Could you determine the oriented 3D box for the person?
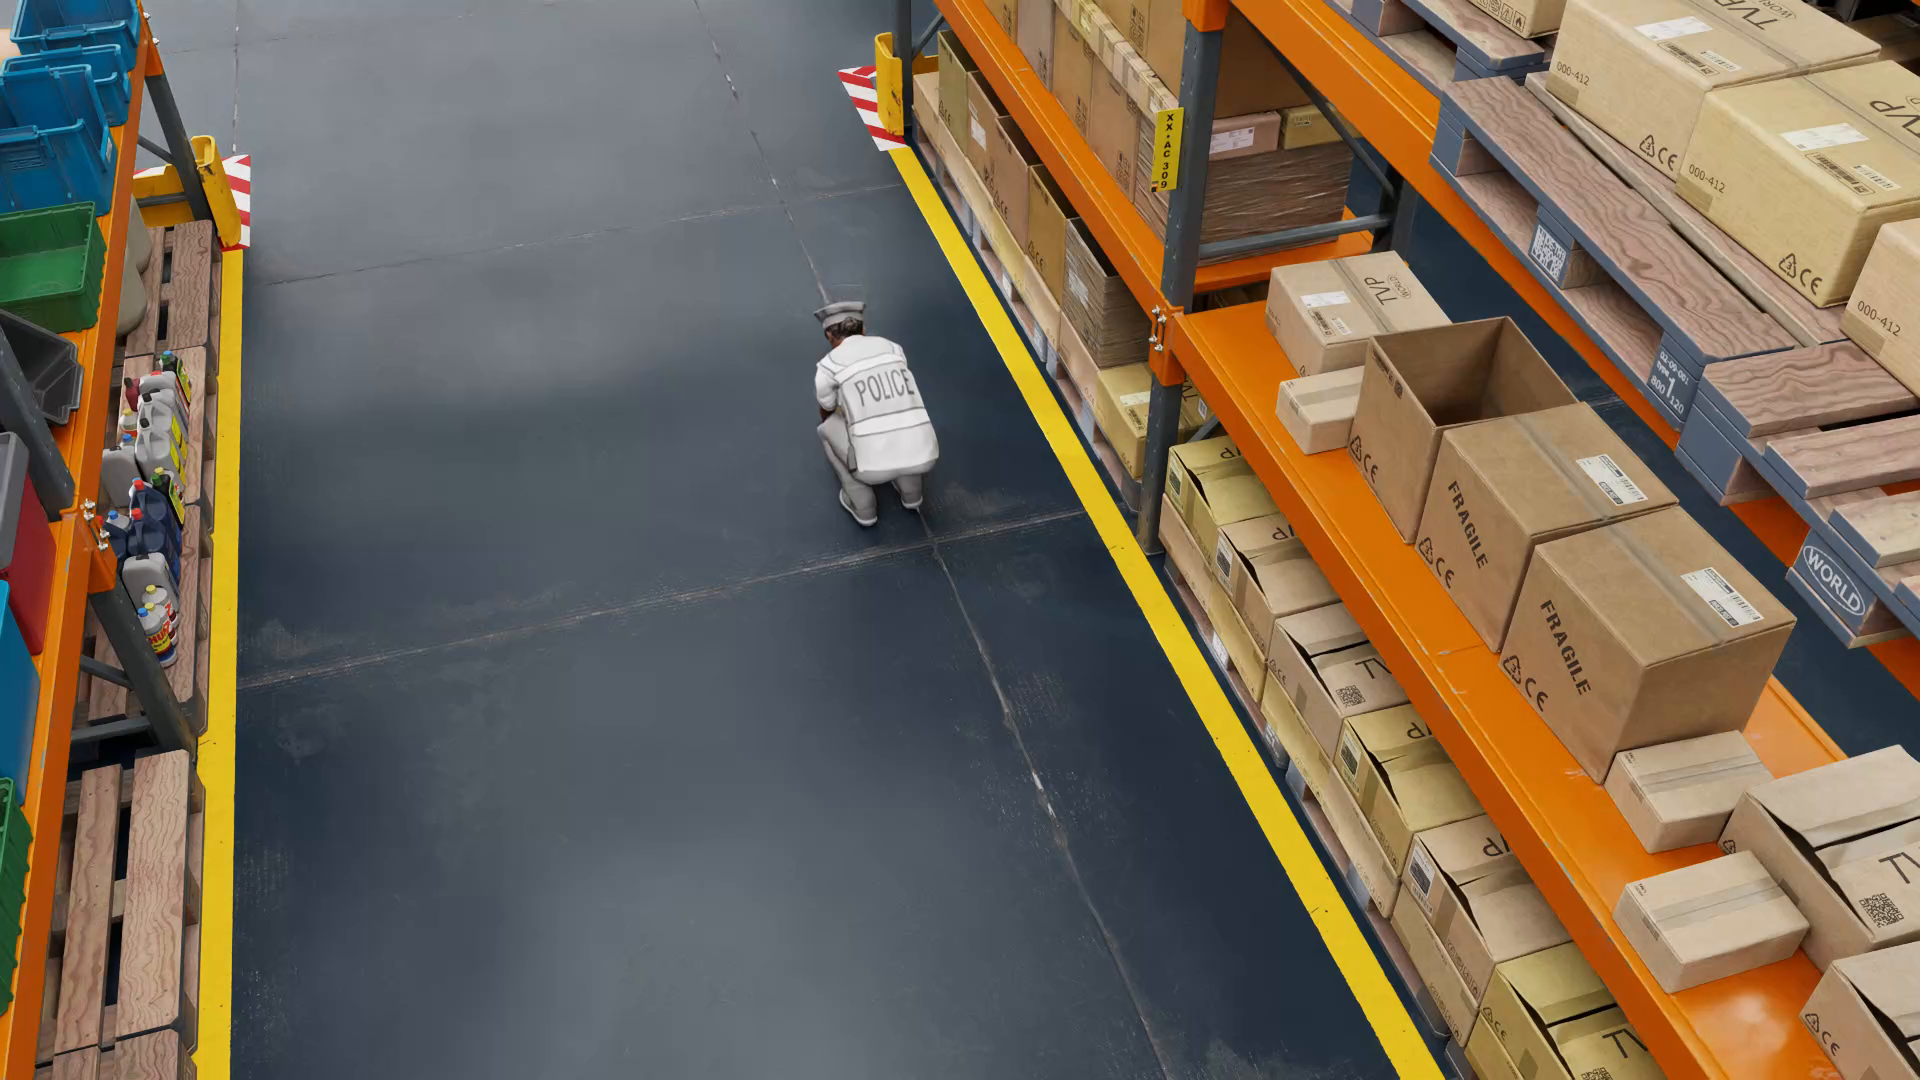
[{"bbox_3d":[-0.392,-0.566,7.406,0.473,0.843,0.871,-12,44,-13],"label":"person"}]
